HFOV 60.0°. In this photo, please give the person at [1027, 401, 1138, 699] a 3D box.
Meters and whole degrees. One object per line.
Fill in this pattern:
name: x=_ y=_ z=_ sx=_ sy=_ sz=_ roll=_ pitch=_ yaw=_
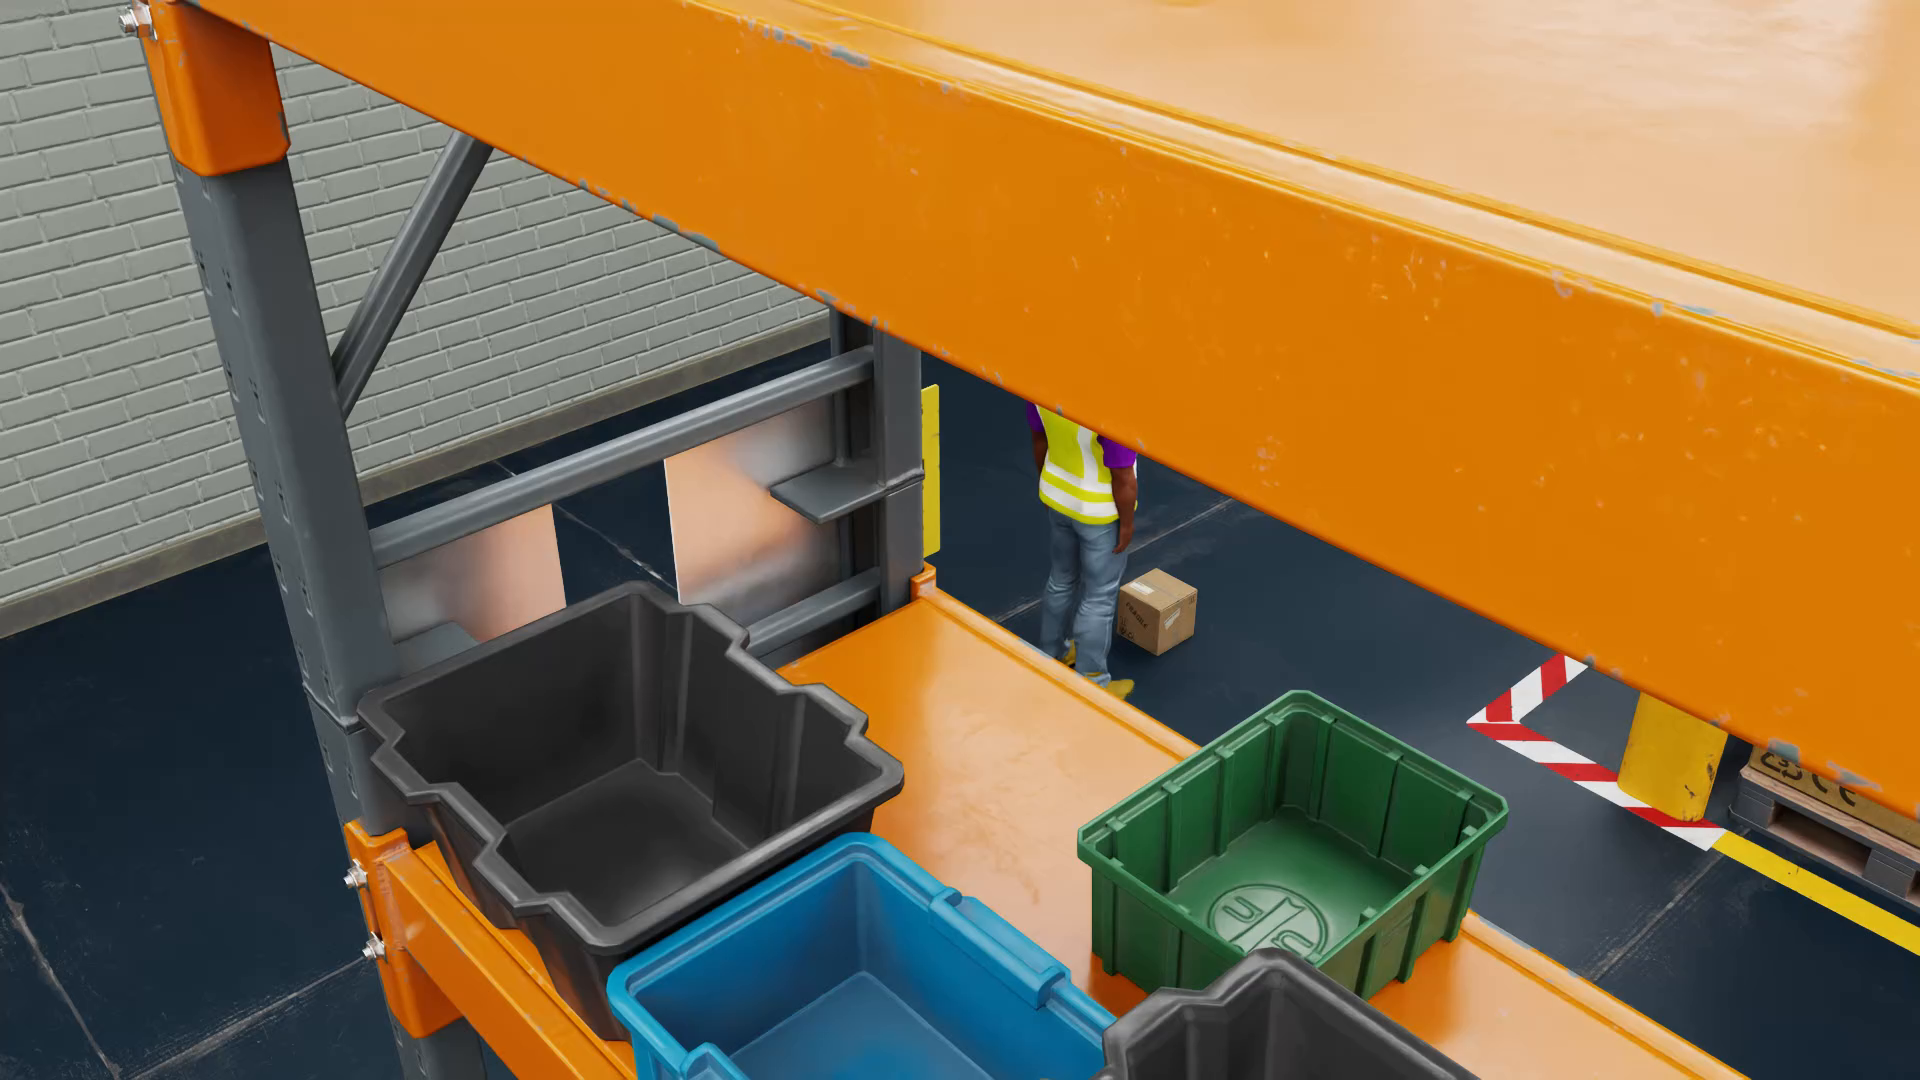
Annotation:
person: x=0.520 y=-0.146 z=6.881 sx=0.361 sy=1.791 sz=0.564 roll=-25 pitch=39 yaw=-34
